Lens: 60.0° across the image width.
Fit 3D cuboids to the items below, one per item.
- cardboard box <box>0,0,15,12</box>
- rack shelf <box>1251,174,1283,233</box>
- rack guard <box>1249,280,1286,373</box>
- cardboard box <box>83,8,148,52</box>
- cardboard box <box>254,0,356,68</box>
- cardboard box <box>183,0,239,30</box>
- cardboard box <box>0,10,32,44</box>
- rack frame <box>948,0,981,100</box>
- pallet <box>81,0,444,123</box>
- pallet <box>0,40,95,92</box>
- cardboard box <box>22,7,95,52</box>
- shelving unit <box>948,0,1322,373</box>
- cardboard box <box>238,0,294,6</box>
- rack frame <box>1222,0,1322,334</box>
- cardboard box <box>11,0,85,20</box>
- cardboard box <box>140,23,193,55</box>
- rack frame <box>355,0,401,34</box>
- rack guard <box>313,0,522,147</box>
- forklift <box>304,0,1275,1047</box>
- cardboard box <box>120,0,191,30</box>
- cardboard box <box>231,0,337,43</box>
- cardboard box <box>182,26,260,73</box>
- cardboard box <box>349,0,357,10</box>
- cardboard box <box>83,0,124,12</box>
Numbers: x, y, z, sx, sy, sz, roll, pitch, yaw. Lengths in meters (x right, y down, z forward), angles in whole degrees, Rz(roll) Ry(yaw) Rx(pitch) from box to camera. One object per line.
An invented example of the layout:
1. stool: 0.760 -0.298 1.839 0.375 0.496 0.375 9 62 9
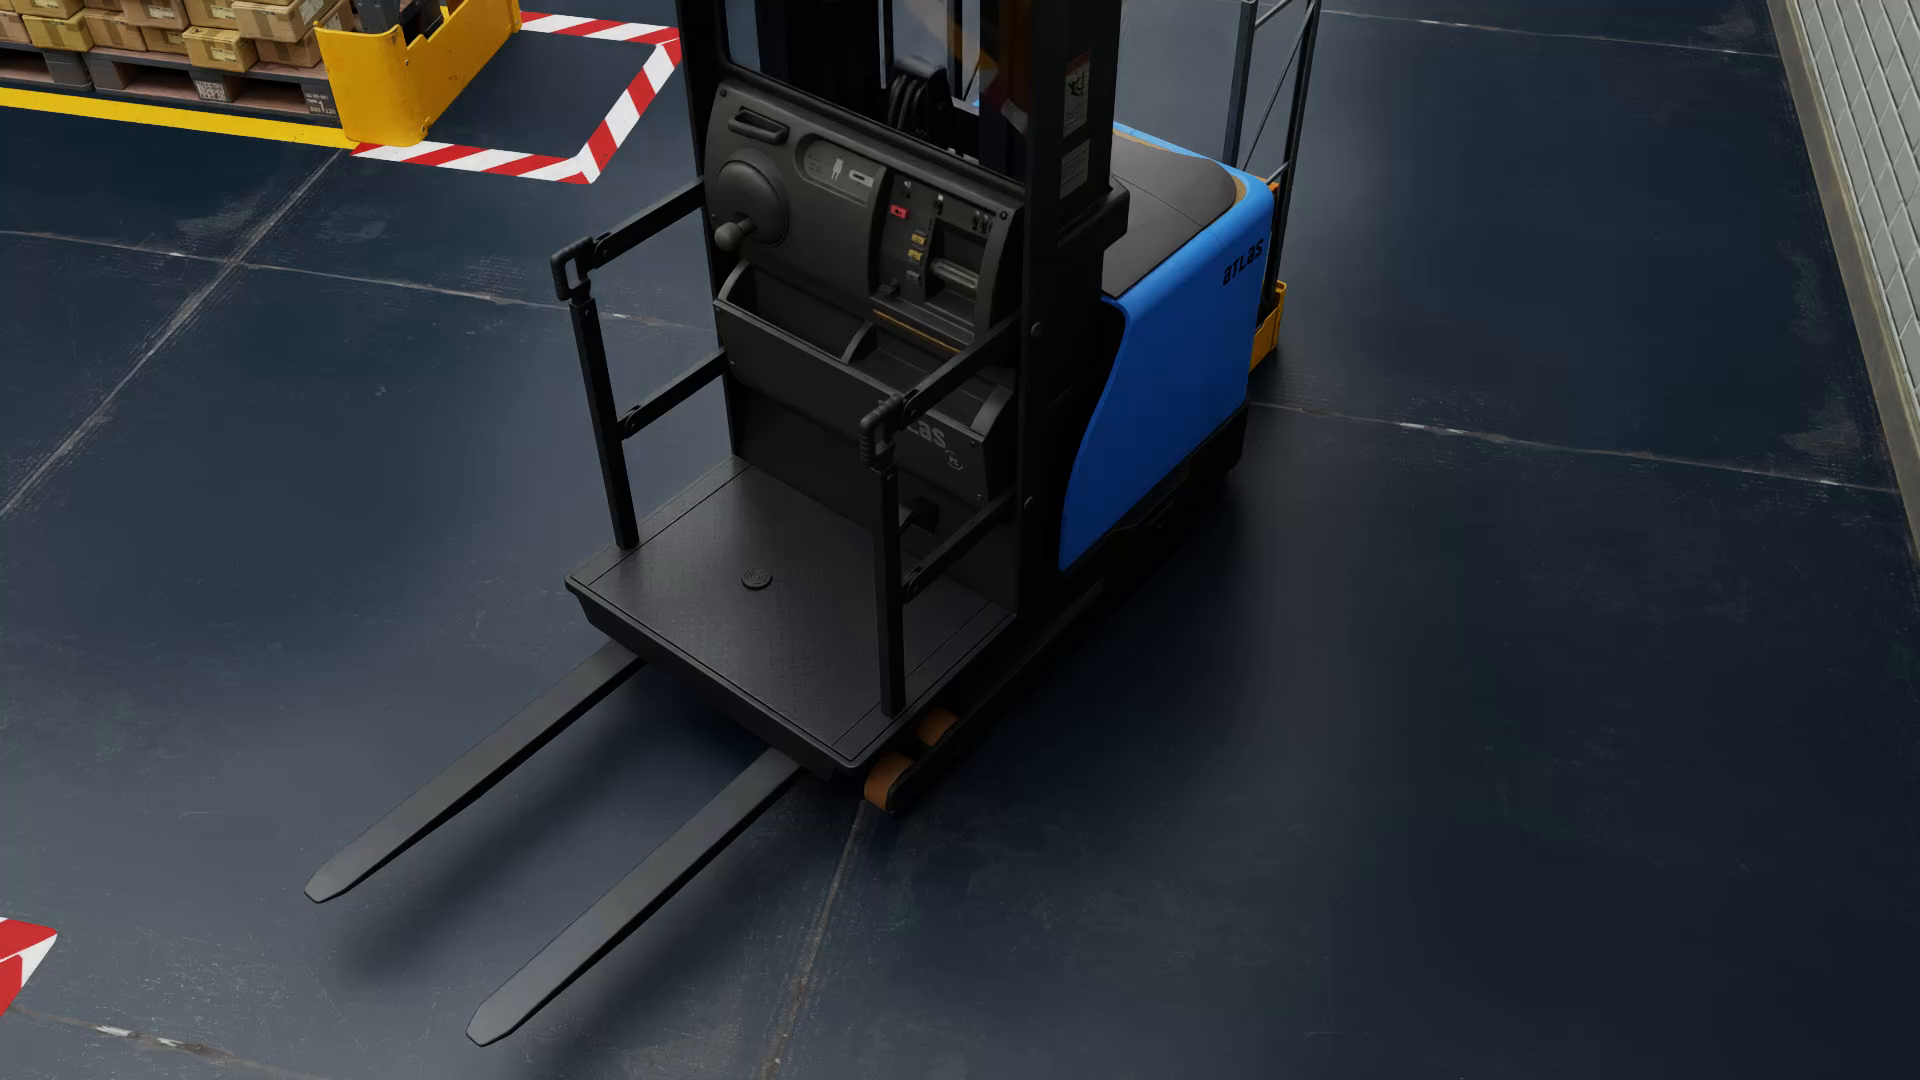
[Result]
1. cardboard box: -4.084 -2.442 7.162 0.250 0.149 0.380 11 45 11
2. rack shelf: 0.533 -1.180 5.654 1.000 0.185 0.538 26 50 25
3. rack guard: 0.946 -0.655 5.750 0.087 0.250 0.587 26 50 25
4. cardboard box: -3.559 -2.285 7.214 0.250 0.149 0.380 9 45 9
5. cardboard box: -2.804 -2.188 7.113 0.250 0.149 0.380 10 45 10
6. cardboard box: -3.065 -2.319 7.035 0.250 0.149 0.380 8 44 8
7. cardboard box: -4.084 -2.336 7.267 0.250 0.149 0.380 10 45 10
8. rack frame: 0.119 -1.515 5.742 0.032 1.500 0.500 26 50 25
9. pallet: -3.104 -2.279 7.465 1.213 0.211 1.003 9 45 9
10. pallet: -4.291 -2.465 7.659 1.213 0.211 1.003 9 45 9
11. cardboard box: -3.822 -2.281 7.210 0.250 0.149 0.380 7 44 7
12. shelving unit: 0.540 -1.306 5.525 1.083 1.500 0.587 26 50 25
13. cardboard box: -2.816 -2.372 6.875 0.250 0.149 0.380 9 45 10
14. rack frame: 0.947 -1.105 5.316 0.032 1.500 0.500 26 50 25
15. cardboard box: -3.837 -2.390 7.109 0.250 0.149 0.380 9 45 10
16. cardboard box: -3.316 -2.256 7.184 0.250 0.149 0.380 9 45 9
17. rack frame: -2.244 -3.125 6.334 0.127 3.000 1.000 9 45 9
18. rack guard: -2.319 -2.236 7.212 0.348 0.500 1.175 9 45 9
19. forklift: -0.392 -0.717 3.882 1.130 2.935 3.031 29 51 27
20. cardboard box: -3.329 -2.321 7.036 0.250 0.149 0.380 7 44 7
21. cardboard box: -2.822 -2.243 6.956 0.250 0.149 0.380 8 44 8
22. cardboard box: -3.077 -2.158 7.082 0.250 0.149 0.380 10 45 10
23. cardboard box: -2.686 -2.545 7.484 0.250 0.149 0.380 10 45 10
24. cardboard box: -3.569 -2.431 7.151 0.250 0.149 0.380 8 45 9
